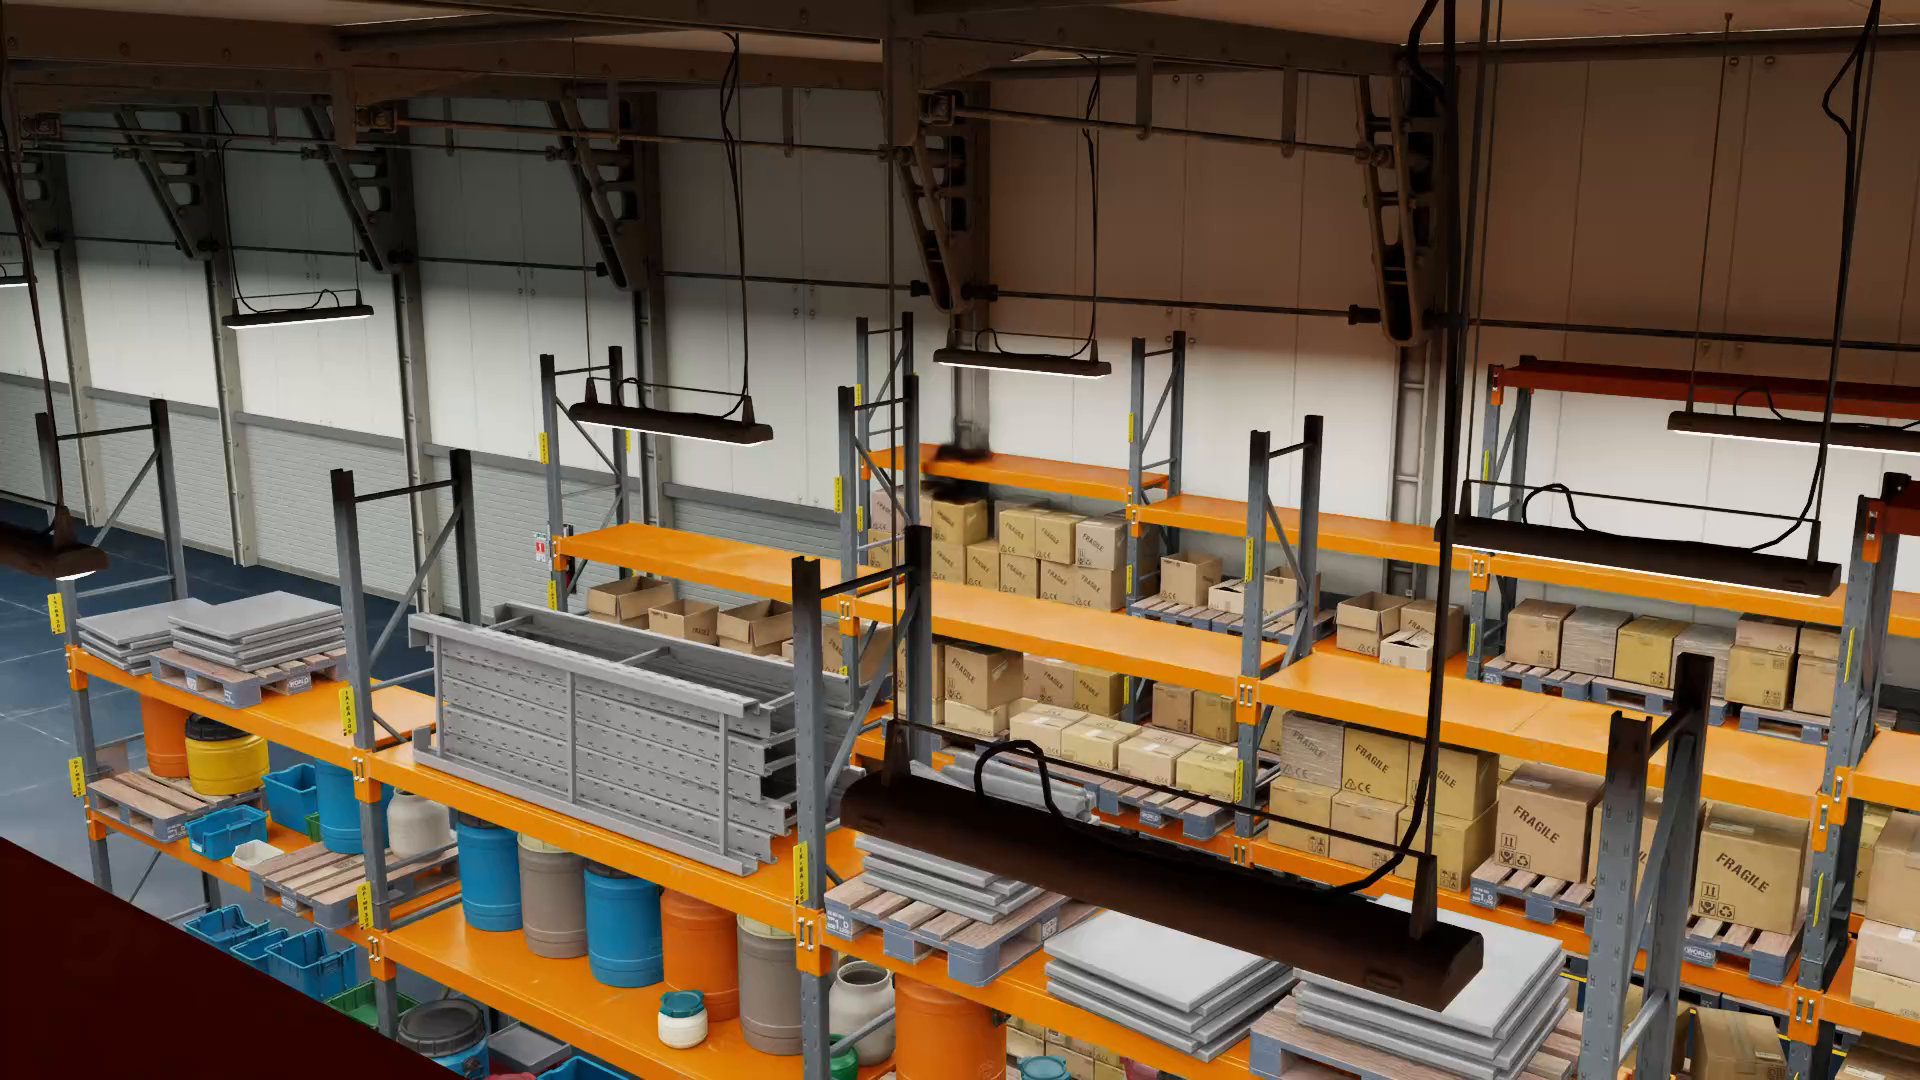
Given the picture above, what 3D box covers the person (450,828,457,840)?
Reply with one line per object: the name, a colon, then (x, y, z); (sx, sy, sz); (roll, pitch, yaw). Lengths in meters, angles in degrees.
person: (-6.169, 2.912, 18.893); (0.864, 1.744, 0.696); (-5, 14, -19)
